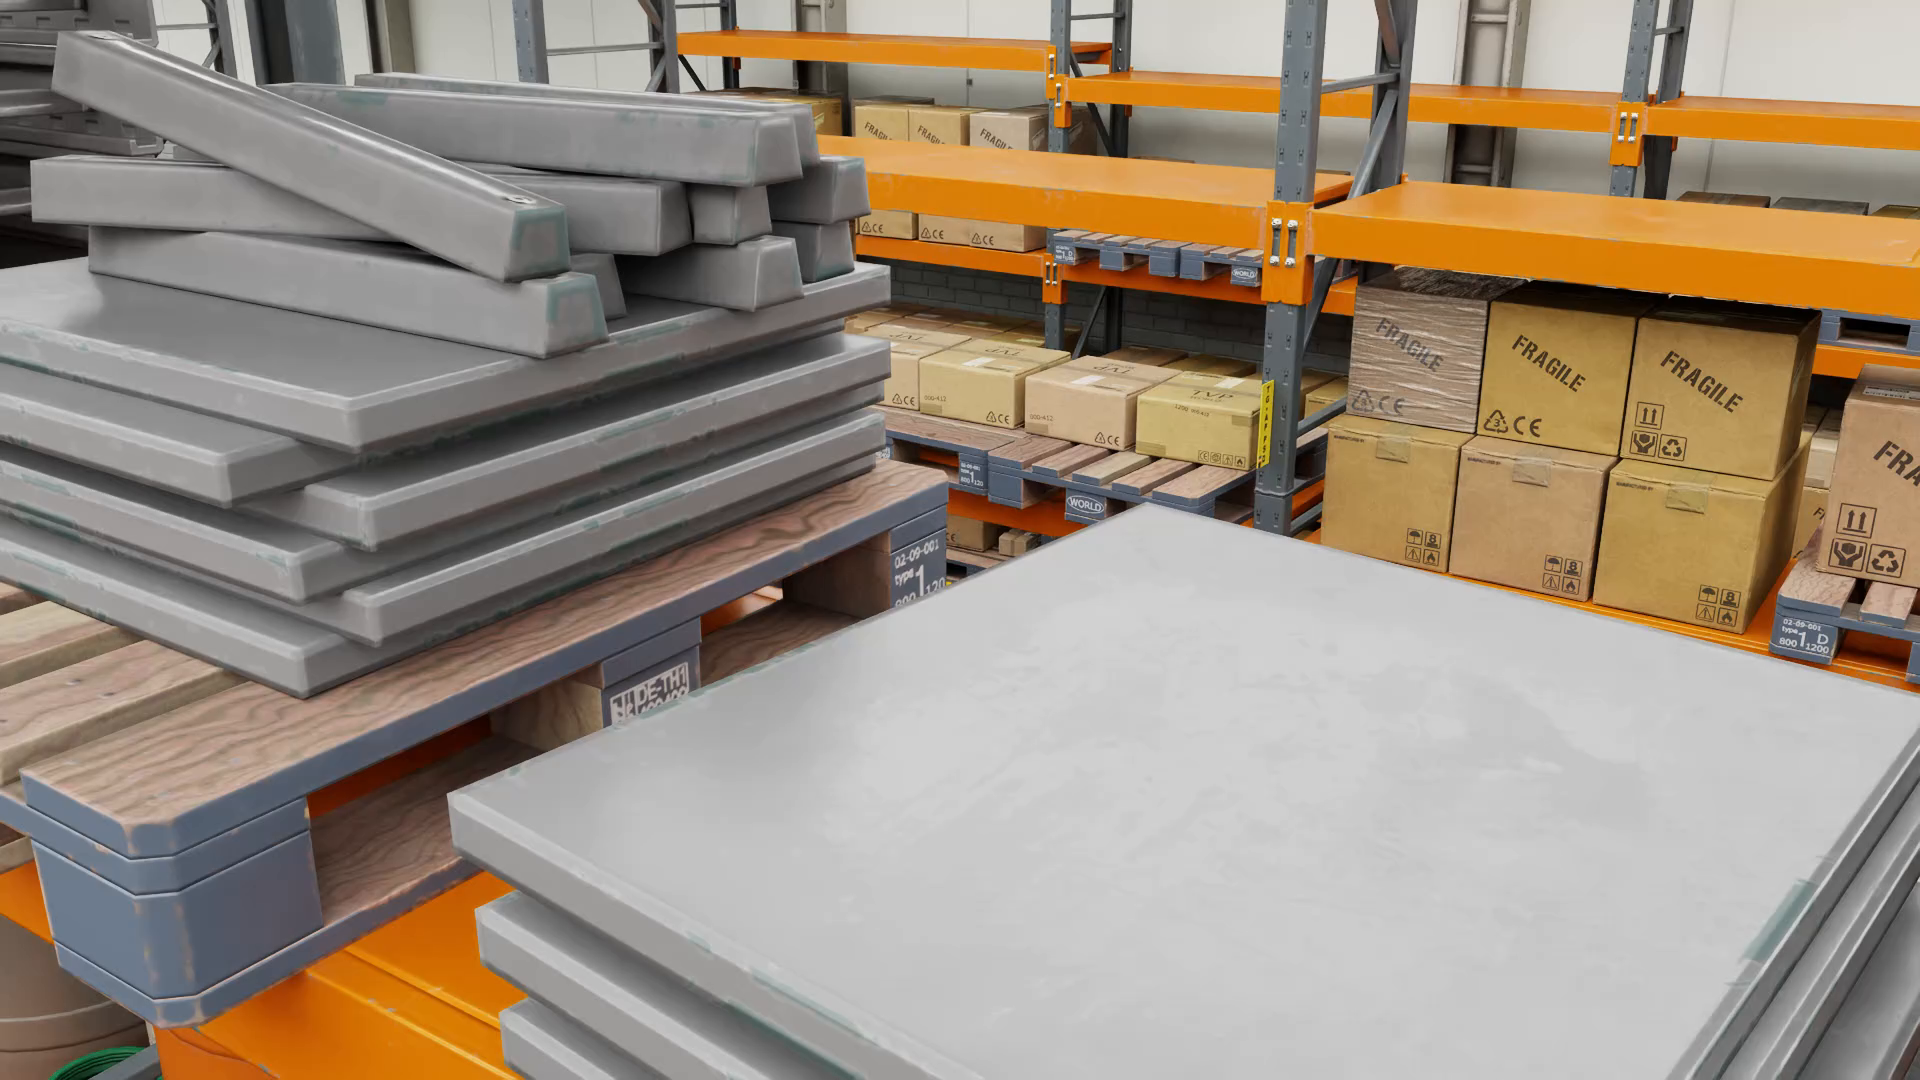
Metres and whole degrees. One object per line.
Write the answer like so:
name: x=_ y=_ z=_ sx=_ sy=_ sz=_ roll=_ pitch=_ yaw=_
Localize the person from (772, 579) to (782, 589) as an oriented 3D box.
person: x=-1.177 y=0.075 z=12.243 sx=0.581 sy=1.619 sz=0.419 roll=13 pitch=23 yaw=32
